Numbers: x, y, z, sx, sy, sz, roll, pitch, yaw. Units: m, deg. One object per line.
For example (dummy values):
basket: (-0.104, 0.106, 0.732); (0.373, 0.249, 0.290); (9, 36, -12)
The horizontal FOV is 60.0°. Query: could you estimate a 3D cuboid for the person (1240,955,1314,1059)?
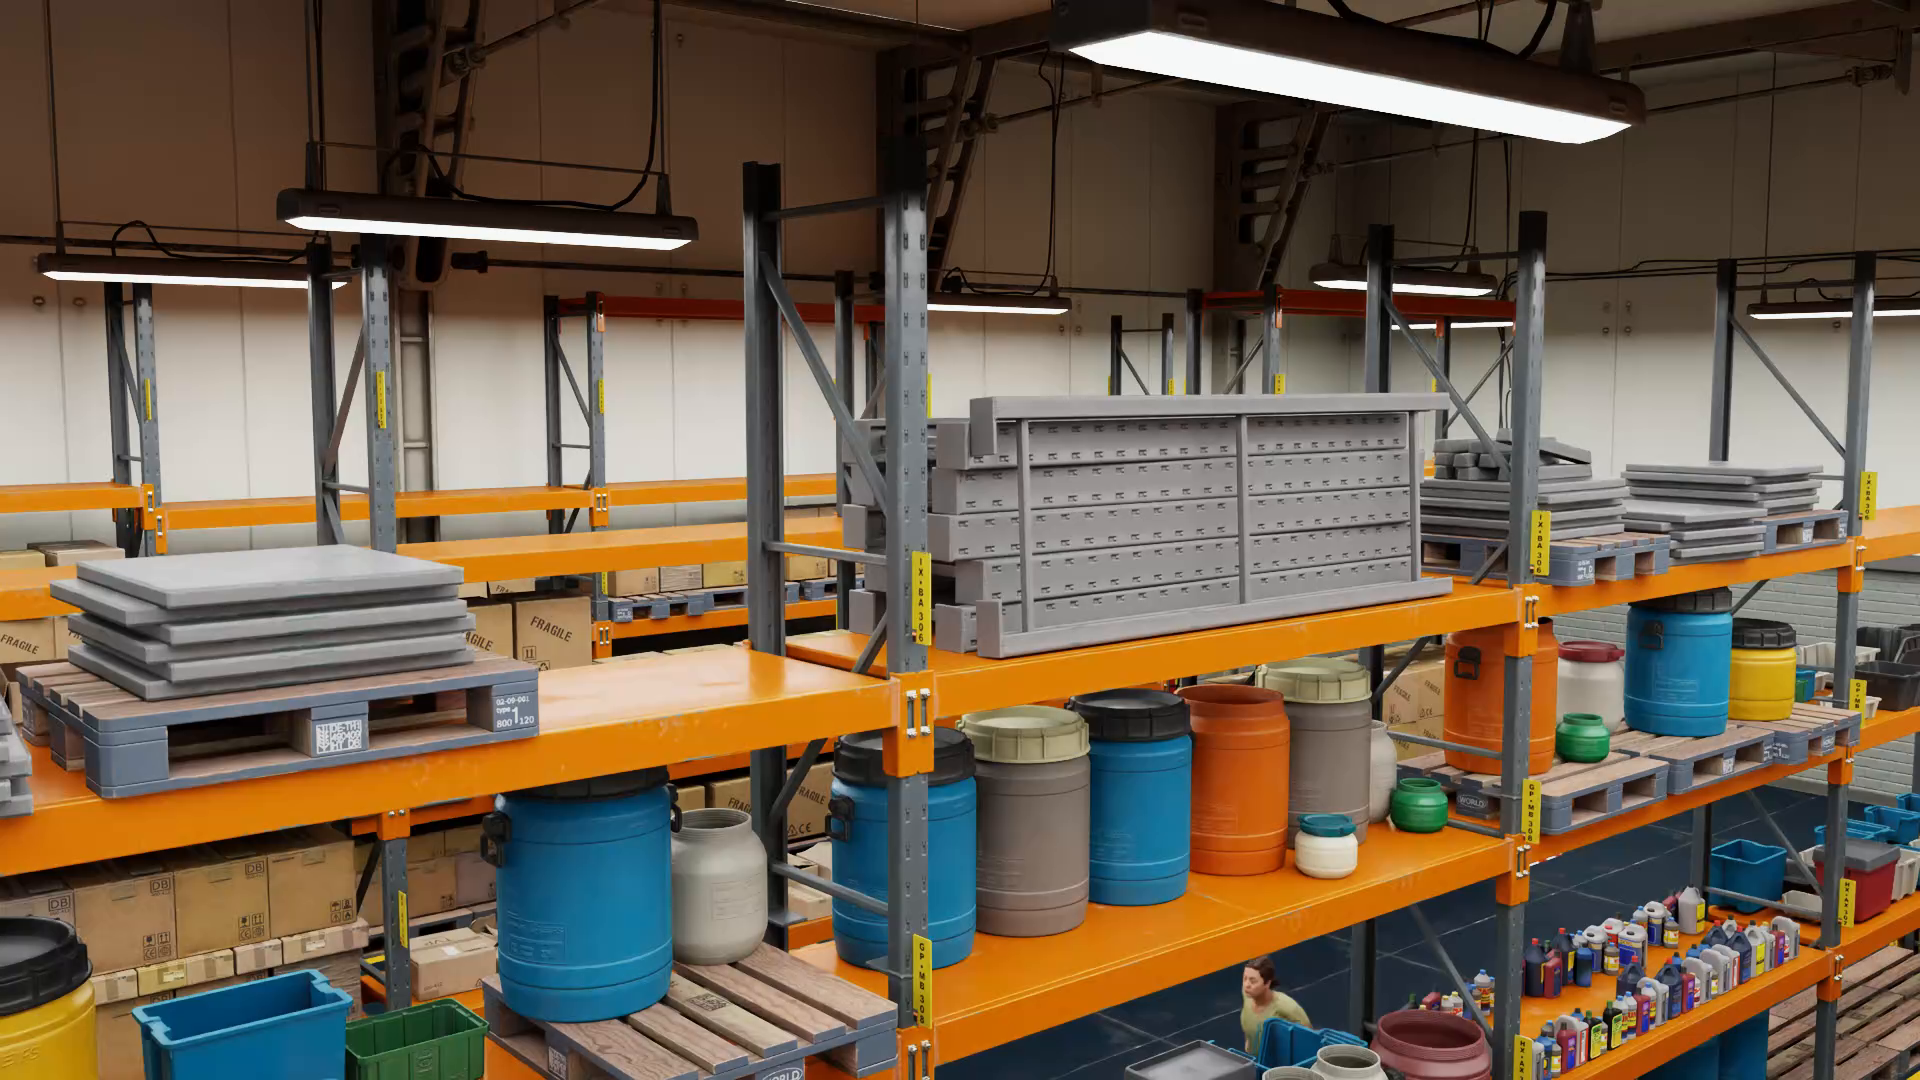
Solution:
person: (2.046, 3.363, 10.487); (1.000, 1.646, 0.588); (-4, 7, -38)
